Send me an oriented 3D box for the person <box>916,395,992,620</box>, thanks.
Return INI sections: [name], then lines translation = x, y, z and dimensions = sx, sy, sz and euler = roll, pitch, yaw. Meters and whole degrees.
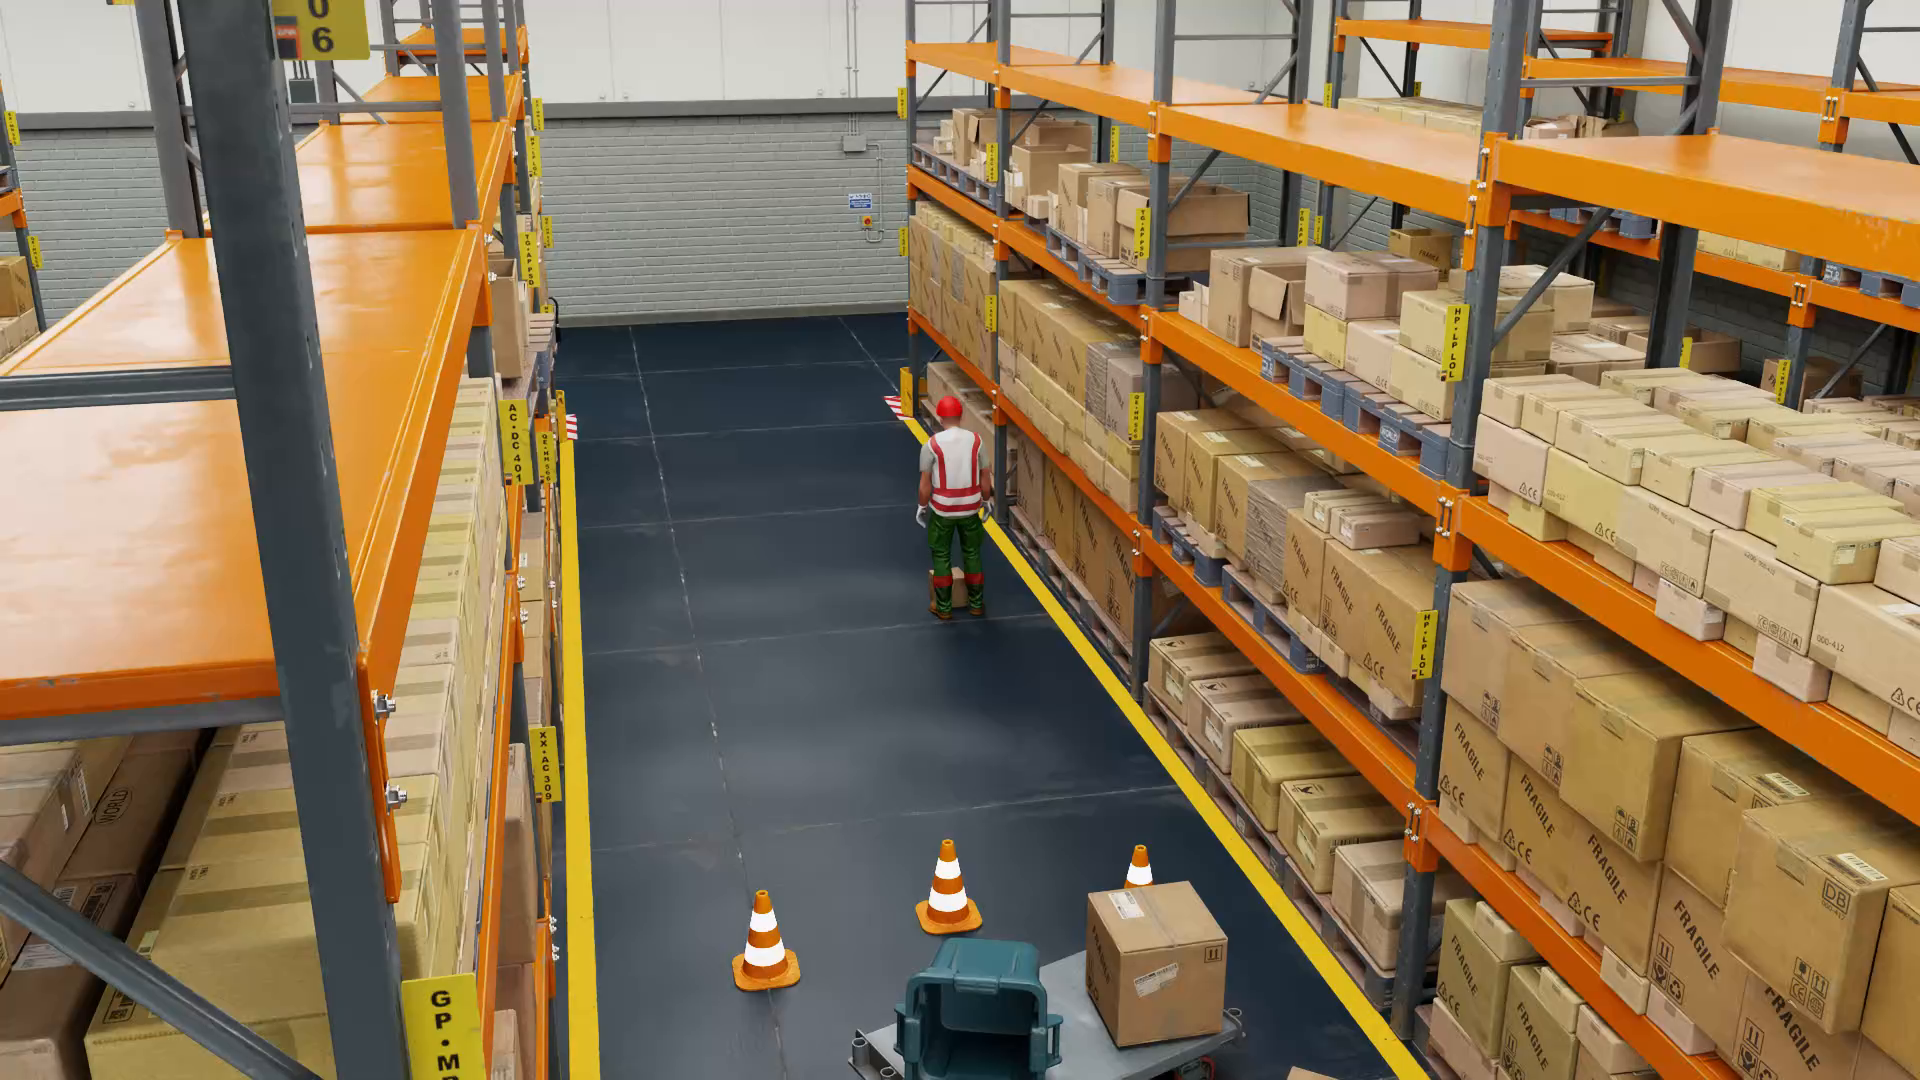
[person]
translation = -0.045, -0.255, 13.091
dimensions = 0.609, 1.779, 0.454
euler = -5, 20, -13
